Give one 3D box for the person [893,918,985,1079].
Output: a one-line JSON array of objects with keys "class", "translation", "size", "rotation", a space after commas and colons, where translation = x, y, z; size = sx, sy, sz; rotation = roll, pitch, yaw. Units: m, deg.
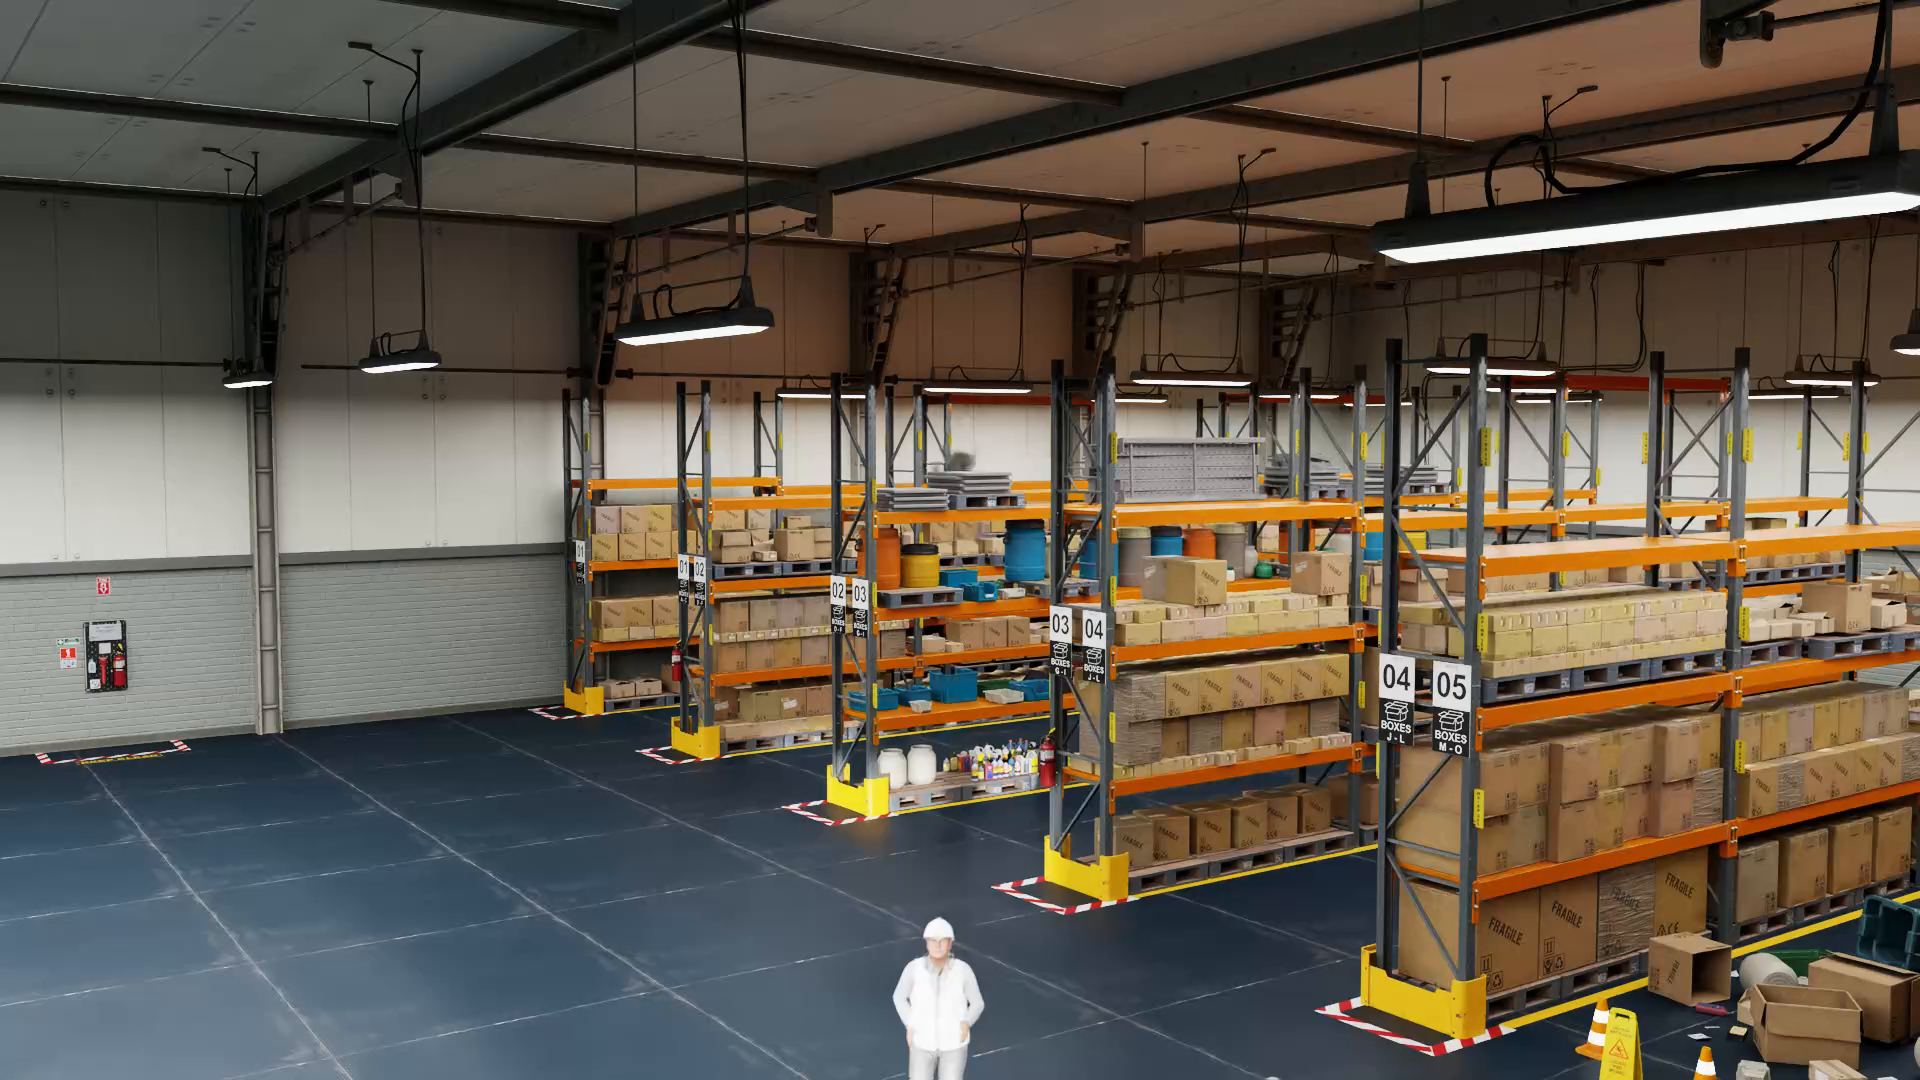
[{"class": "person", "translation": [-0.153, 3.544, 11.744], "size": [0.656, 1.723, 0.600], "rotation": [0, 4, 1]}]
